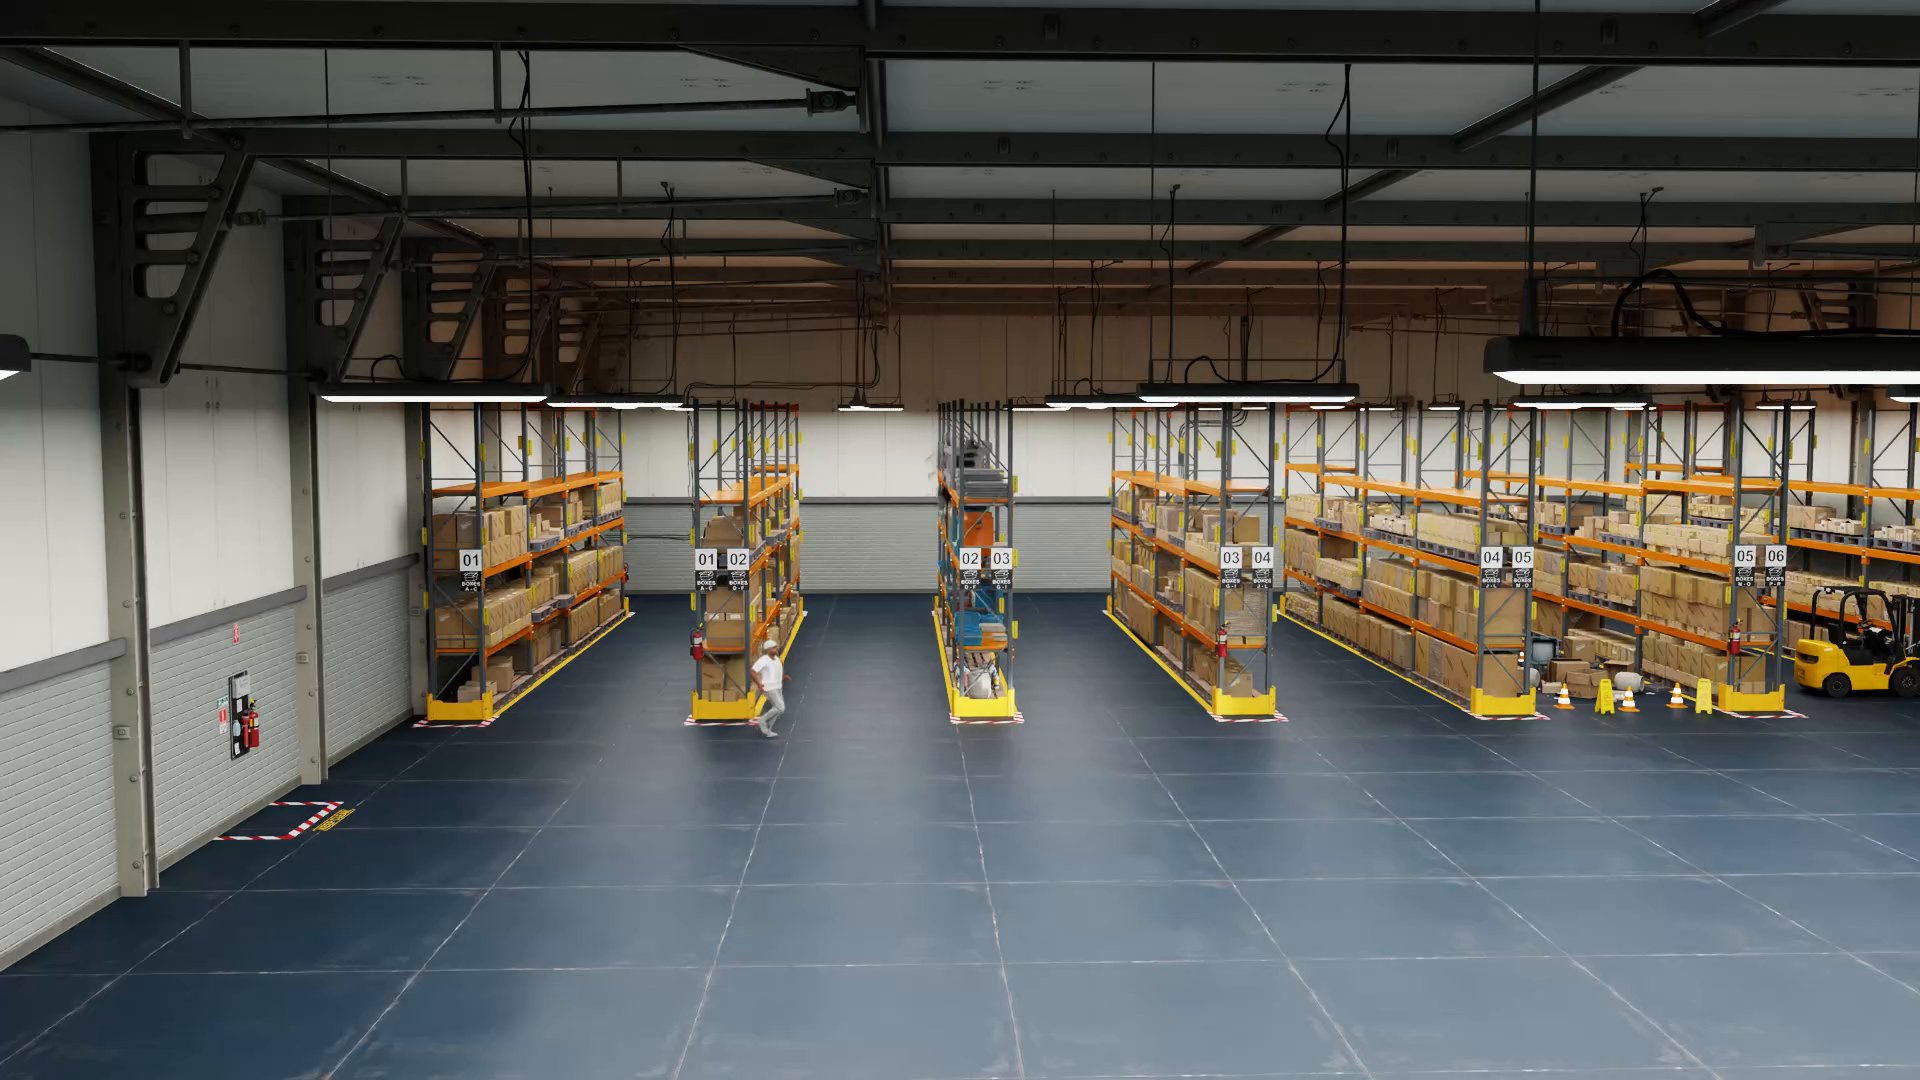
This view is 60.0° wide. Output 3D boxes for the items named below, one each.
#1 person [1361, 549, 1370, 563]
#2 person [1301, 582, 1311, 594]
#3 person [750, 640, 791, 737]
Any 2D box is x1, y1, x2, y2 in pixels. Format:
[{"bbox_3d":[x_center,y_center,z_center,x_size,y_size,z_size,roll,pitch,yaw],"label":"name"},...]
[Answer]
[{"bbox_3d":[11.942,1.121,49.218,0.680,1.789,0.662,1,4,7],"label":"person"},{"bbox_3d":[10.196,1.191,48.876,0.830,1.658,0.632,3,5,34],"label":"person"},{"bbox_3d":[-3.284,2.624,29.343,0.596,1.720,0.697,2,5,24],"label":"person"}]
